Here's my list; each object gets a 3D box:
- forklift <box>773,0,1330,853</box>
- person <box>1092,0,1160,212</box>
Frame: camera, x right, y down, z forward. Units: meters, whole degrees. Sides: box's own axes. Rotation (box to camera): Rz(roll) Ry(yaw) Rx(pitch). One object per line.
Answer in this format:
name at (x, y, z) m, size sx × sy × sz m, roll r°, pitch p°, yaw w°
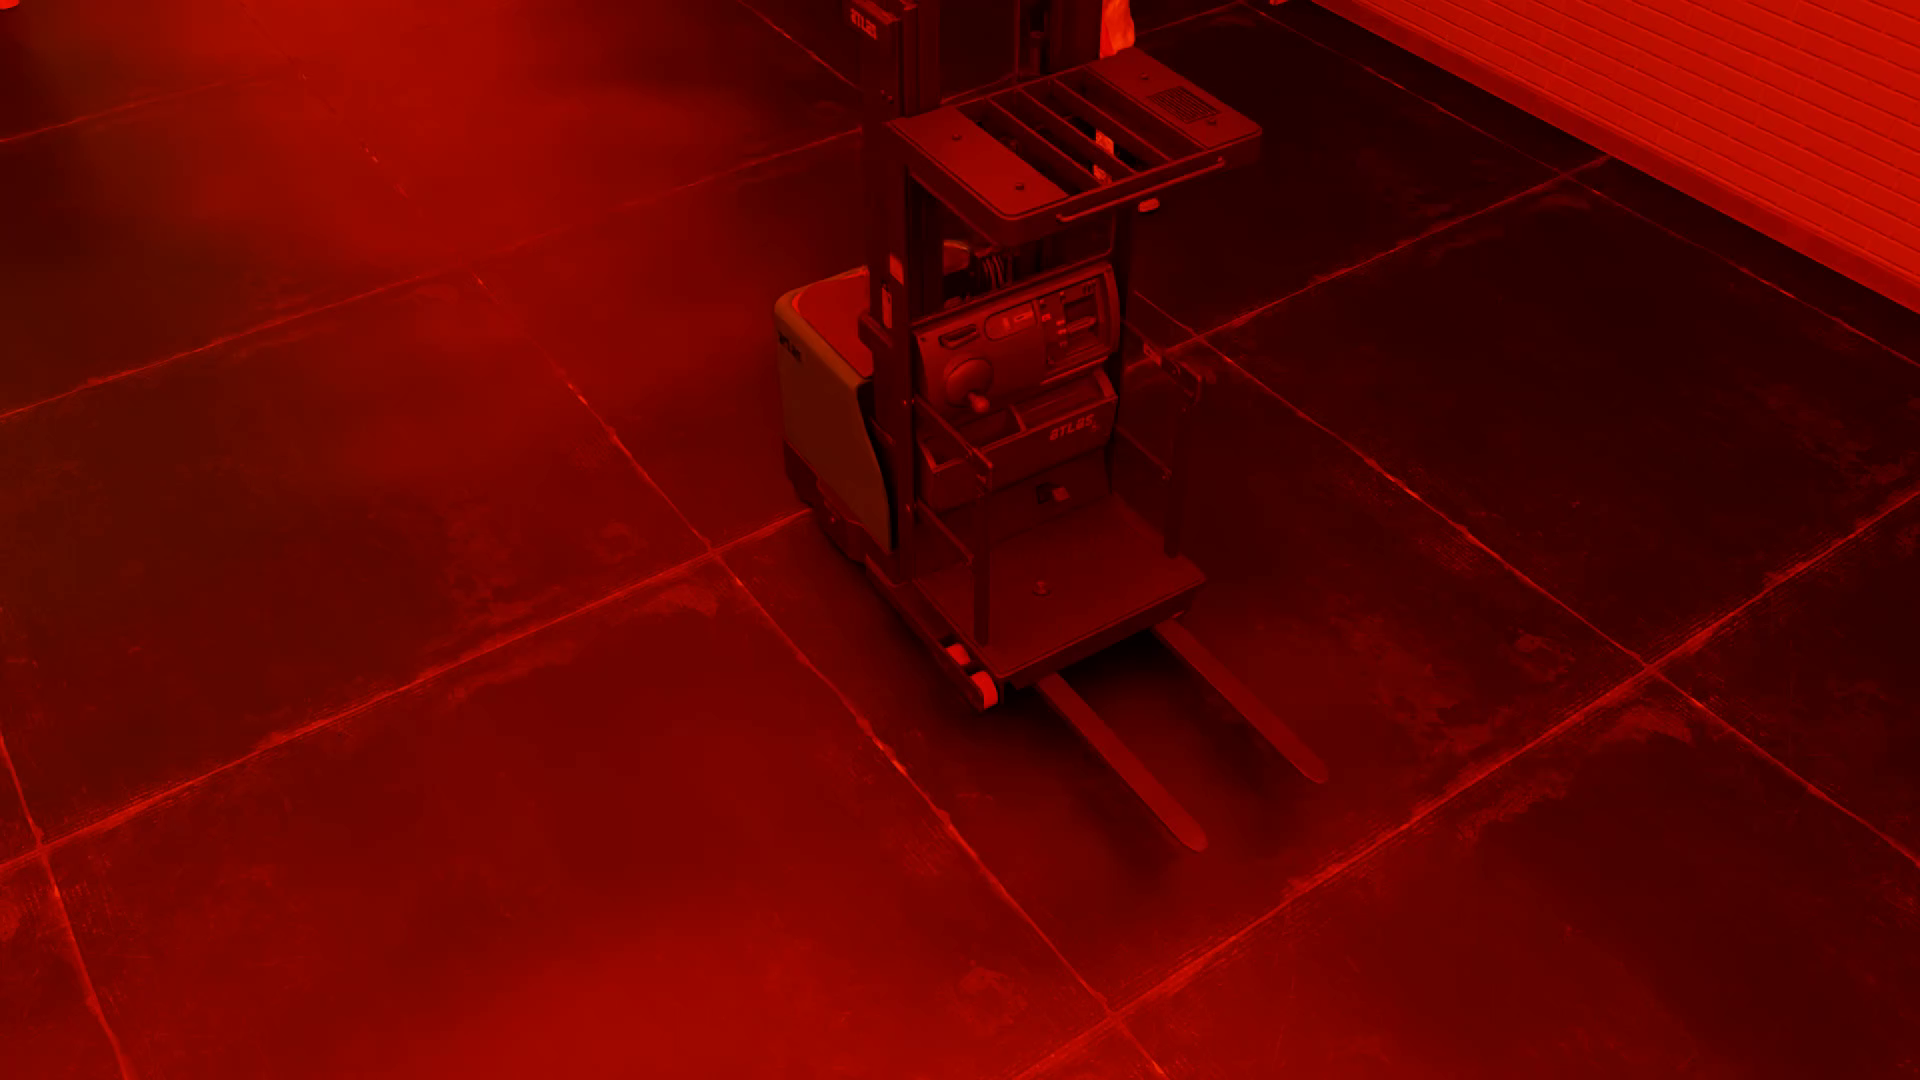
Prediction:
forklift at (0.360, -0.721, 6.498) m, size 1.130 × 2.935 × 3.031 m, roll -23°, pitch 48°, yaw -23°
person at (0.945, -2.830, 9.620) m, size 0.565 × 1.789 × 0.643 m, roll 4°, pitch 43°, yaw 4°
